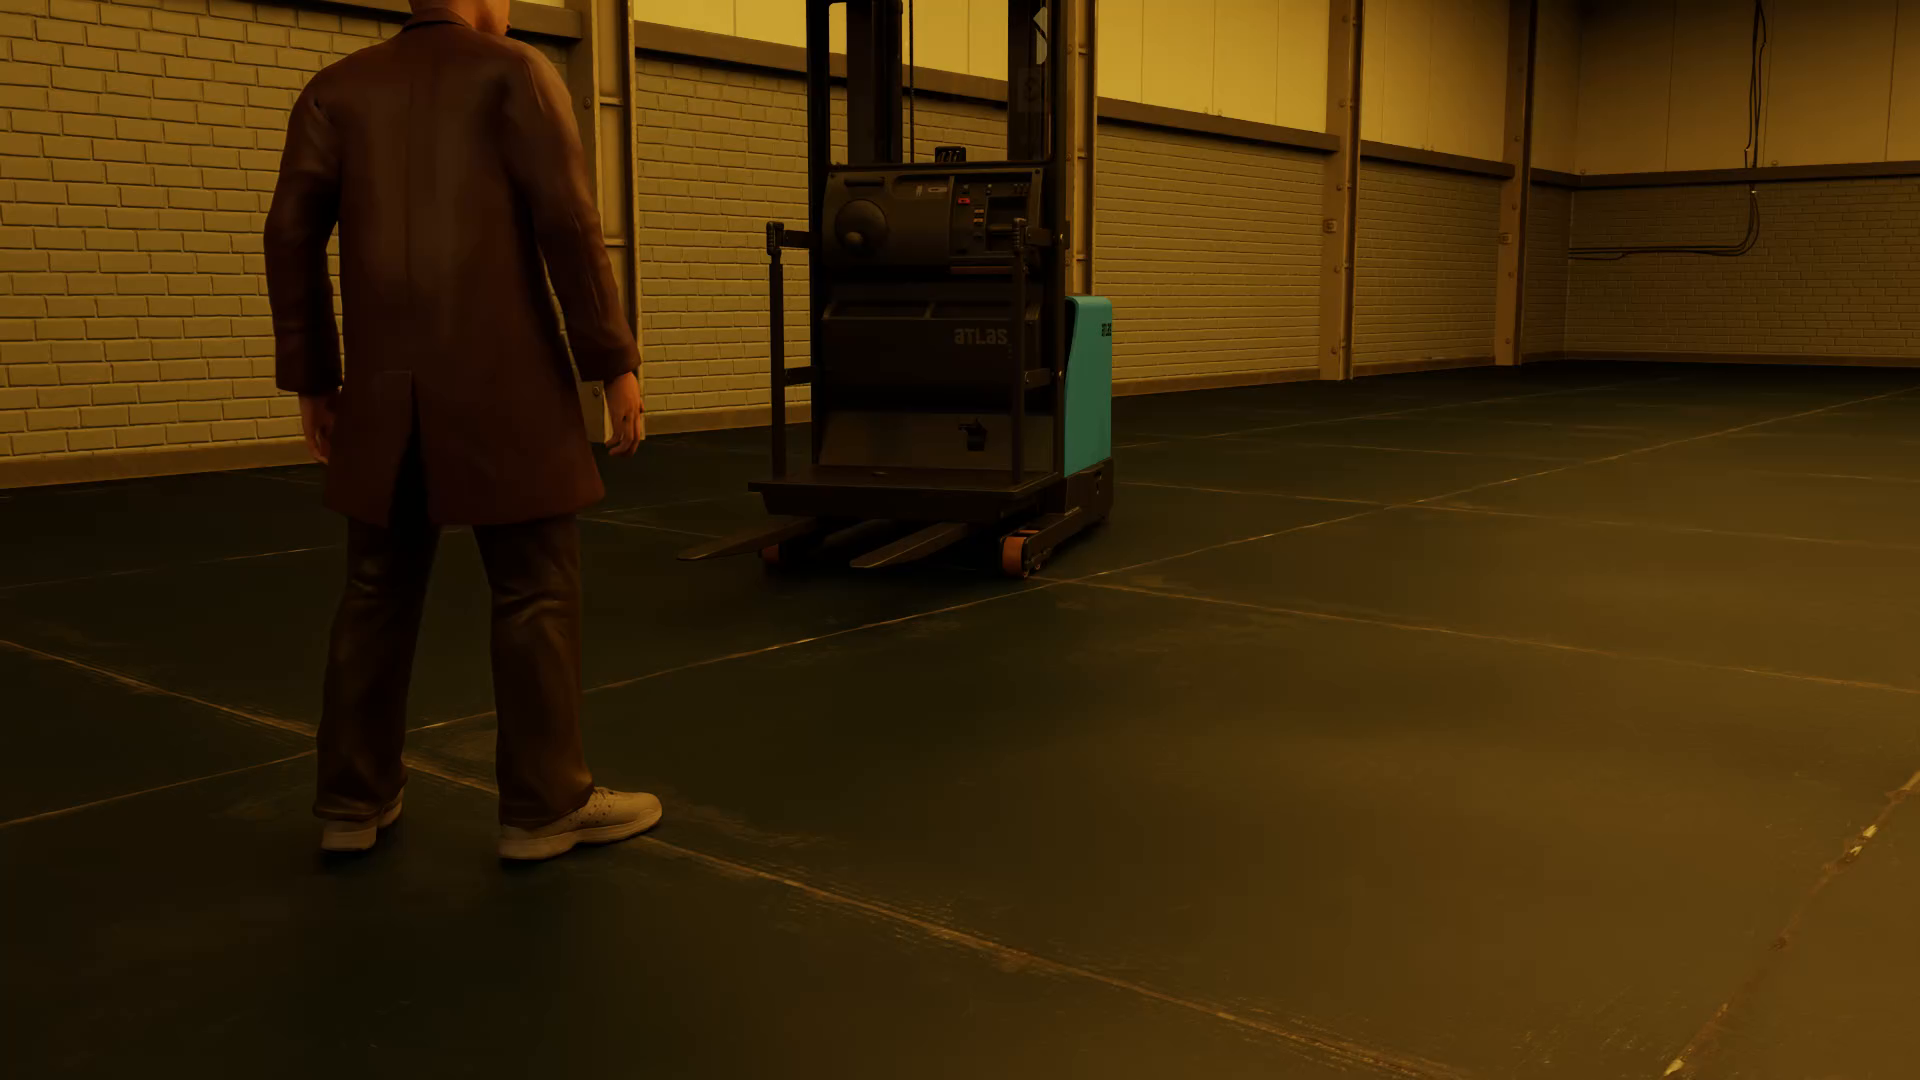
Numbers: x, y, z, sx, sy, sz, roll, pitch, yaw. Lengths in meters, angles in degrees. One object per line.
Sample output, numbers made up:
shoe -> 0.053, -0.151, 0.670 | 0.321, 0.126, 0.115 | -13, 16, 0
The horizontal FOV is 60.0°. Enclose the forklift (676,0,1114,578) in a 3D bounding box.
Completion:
forklift -> -0.176, -1.366, 6.616 | 1.130, 2.935, 3.031 | 3, 9, 17

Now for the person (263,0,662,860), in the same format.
person -> -0.938, -0.275, 3.165 | 0.740, 1.772, 0.454 | 2, 9, 13
